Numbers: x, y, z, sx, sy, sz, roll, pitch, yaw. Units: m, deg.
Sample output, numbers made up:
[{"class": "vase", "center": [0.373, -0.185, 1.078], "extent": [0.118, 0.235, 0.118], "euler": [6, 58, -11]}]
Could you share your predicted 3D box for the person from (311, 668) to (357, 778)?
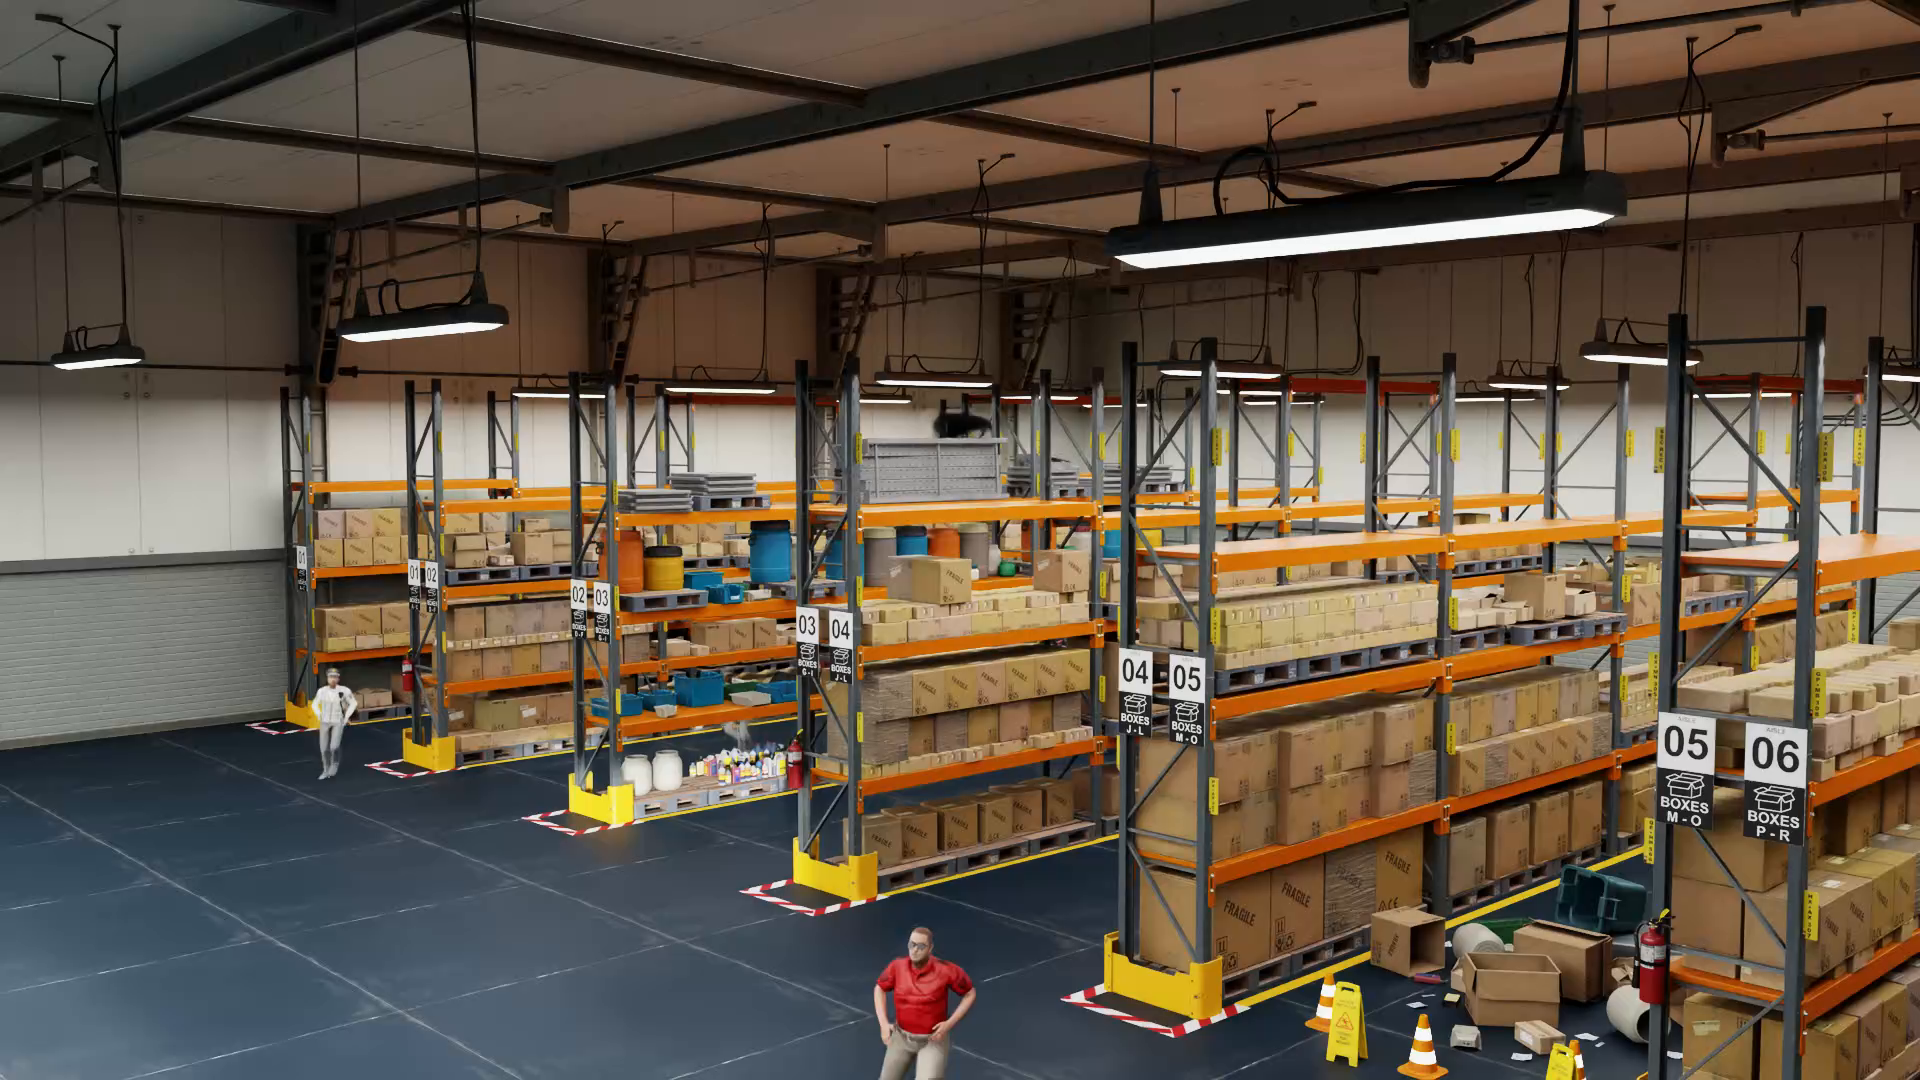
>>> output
[{"class": "person", "center": [-9.387, 2.744, 24.888], "extent": [0.627, 1.670, 0.546], "euler": [-1, 4, -8]}]

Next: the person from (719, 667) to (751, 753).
[{"class": "person", "center": [-3.619, 2.730, 26.483], "extent": [0.602, 1.489, 0.852], "euler": [2, 4, 25]}]

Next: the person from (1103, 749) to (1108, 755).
[{"class": "person", "center": [2.477, 2.603, 26.875], "extent": [0.663, 1.777, 1.026], "euler": [3, 5, 41]}]

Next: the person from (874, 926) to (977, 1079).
[{"class": "person", "center": [-0.333, 3.585, 11.829], "extent": [0.905, 1.735, 0.757], "euler": [1, 4, 16]}]

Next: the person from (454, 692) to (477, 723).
[{"class": "person", "center": [-8.377, 2.563, 27.908], "extent": [0.584, 1.633, 0.573], "euler": [3, 5, 36]}]
